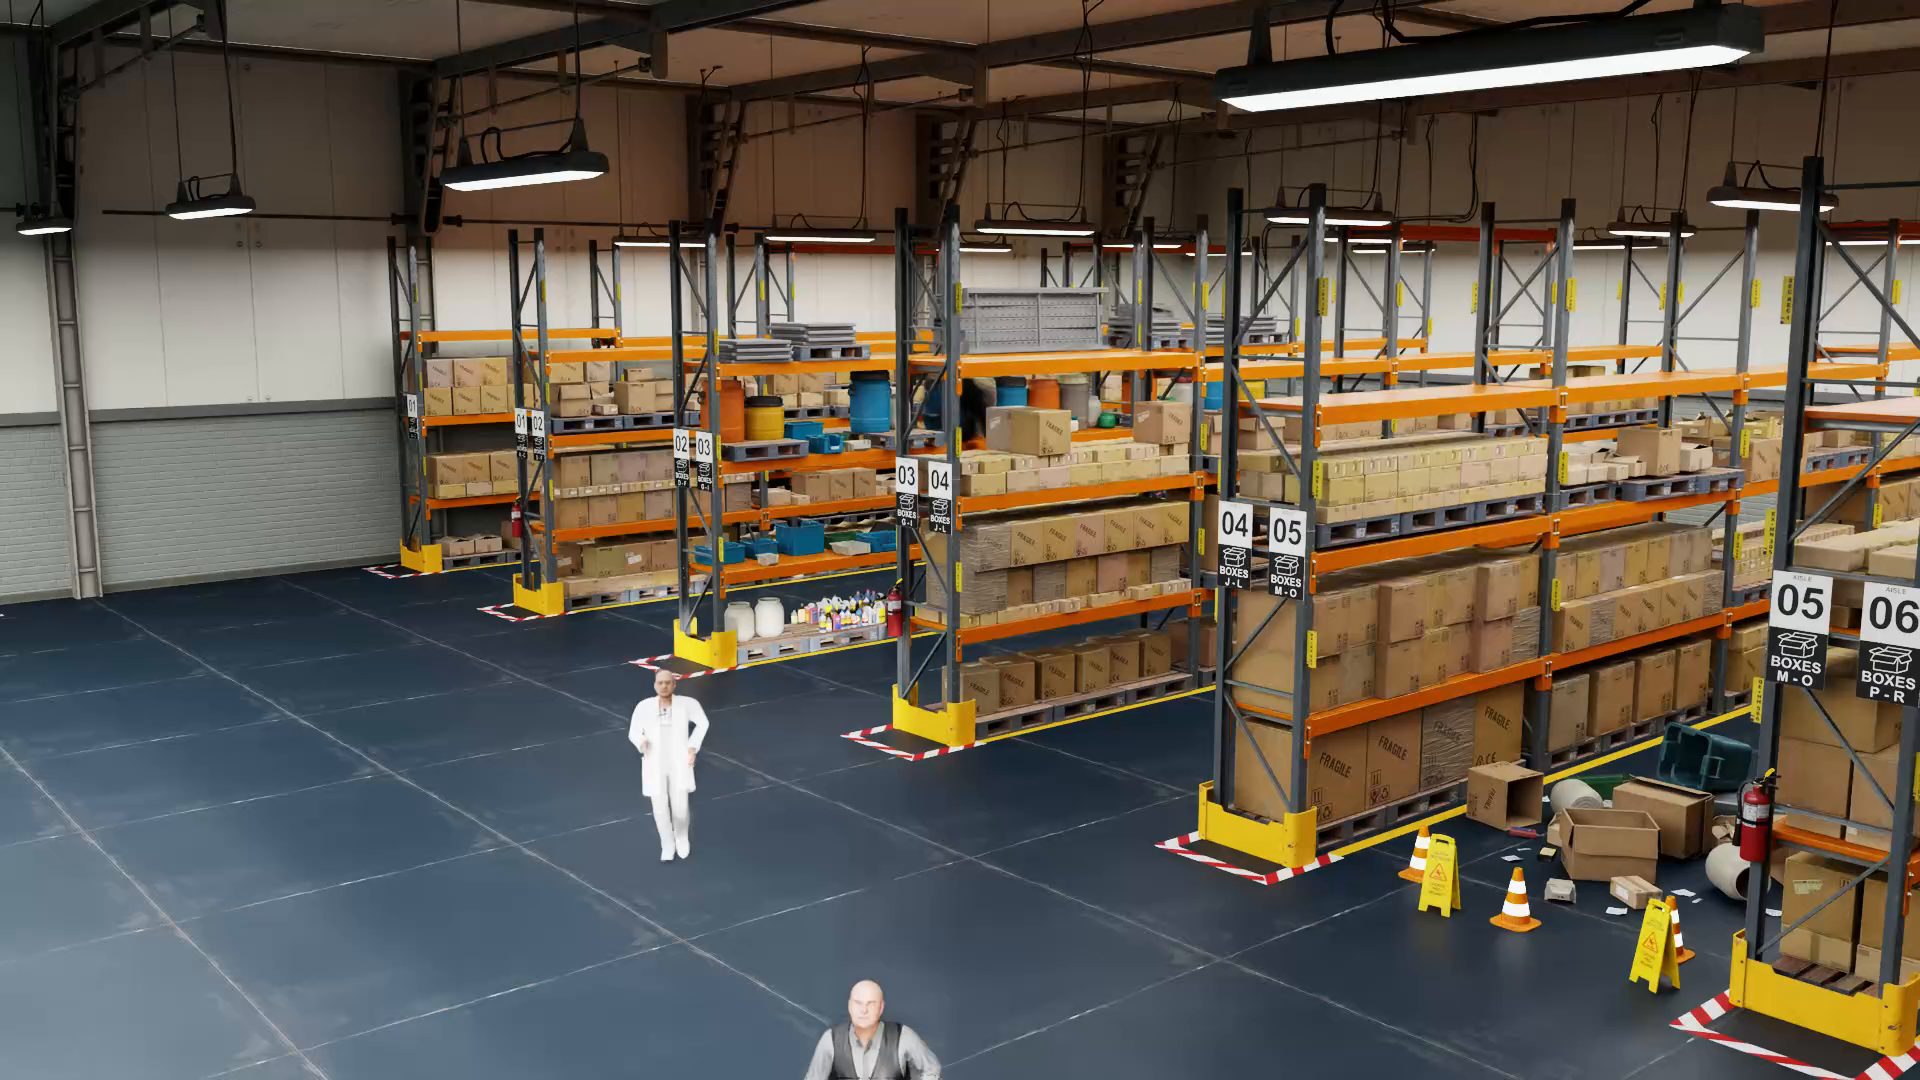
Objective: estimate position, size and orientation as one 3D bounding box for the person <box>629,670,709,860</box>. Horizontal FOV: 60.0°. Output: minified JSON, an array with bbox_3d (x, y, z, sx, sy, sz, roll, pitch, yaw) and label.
[{"bbox_3d":[-2.604,2.077,14.831,0.697,1.658,0.639,-1,9,-4],"label":"person"}]

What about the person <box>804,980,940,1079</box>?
[{"bbox_3d":[-0.457,3.060,8.452,0.698,1.686,0.591,0,9,3],"label":"person"}]
